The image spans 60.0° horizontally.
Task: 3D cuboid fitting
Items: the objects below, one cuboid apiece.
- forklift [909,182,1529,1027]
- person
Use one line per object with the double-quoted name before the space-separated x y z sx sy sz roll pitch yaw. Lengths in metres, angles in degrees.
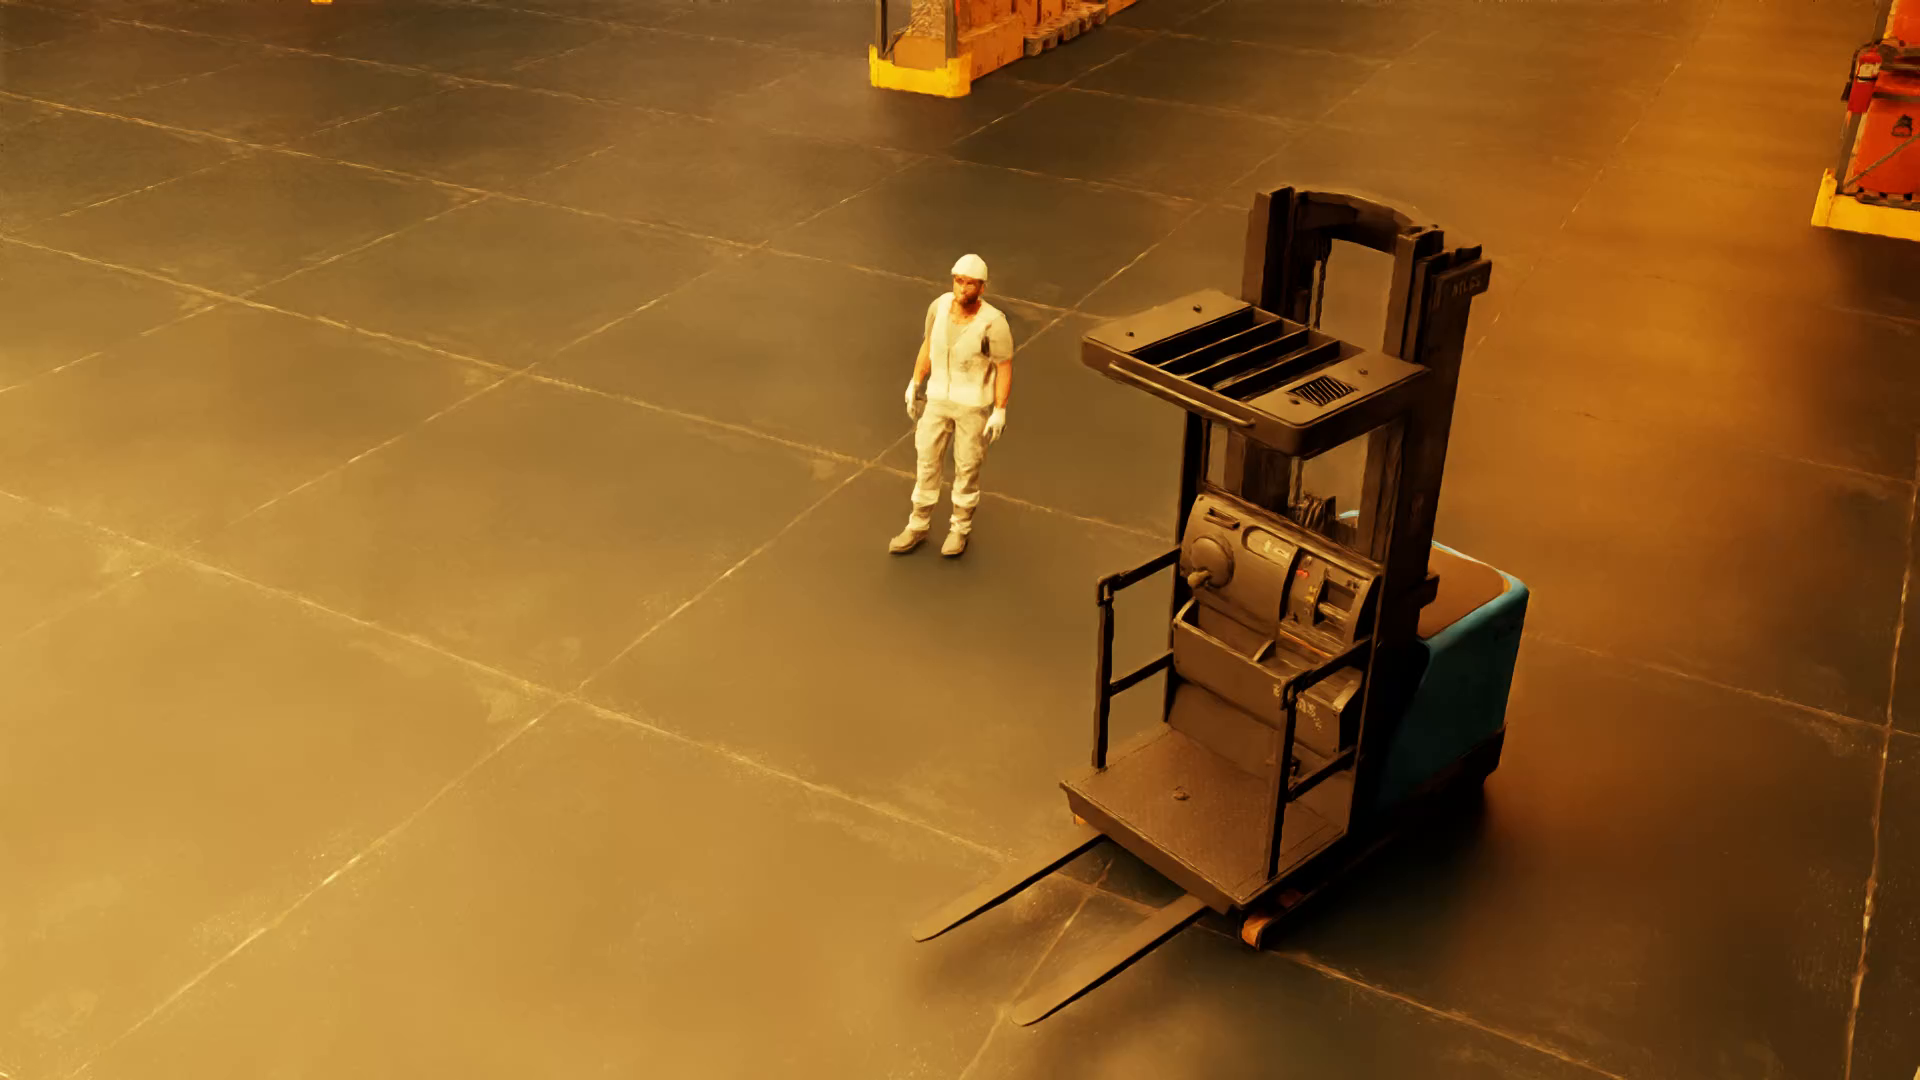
"forklift" 1.152 0.157 6.798 3.031 2.935 1.130 -24 37 -35
"person" -0.049 -0.748 9.496 0.637 1.787 0.563 15 33 25
